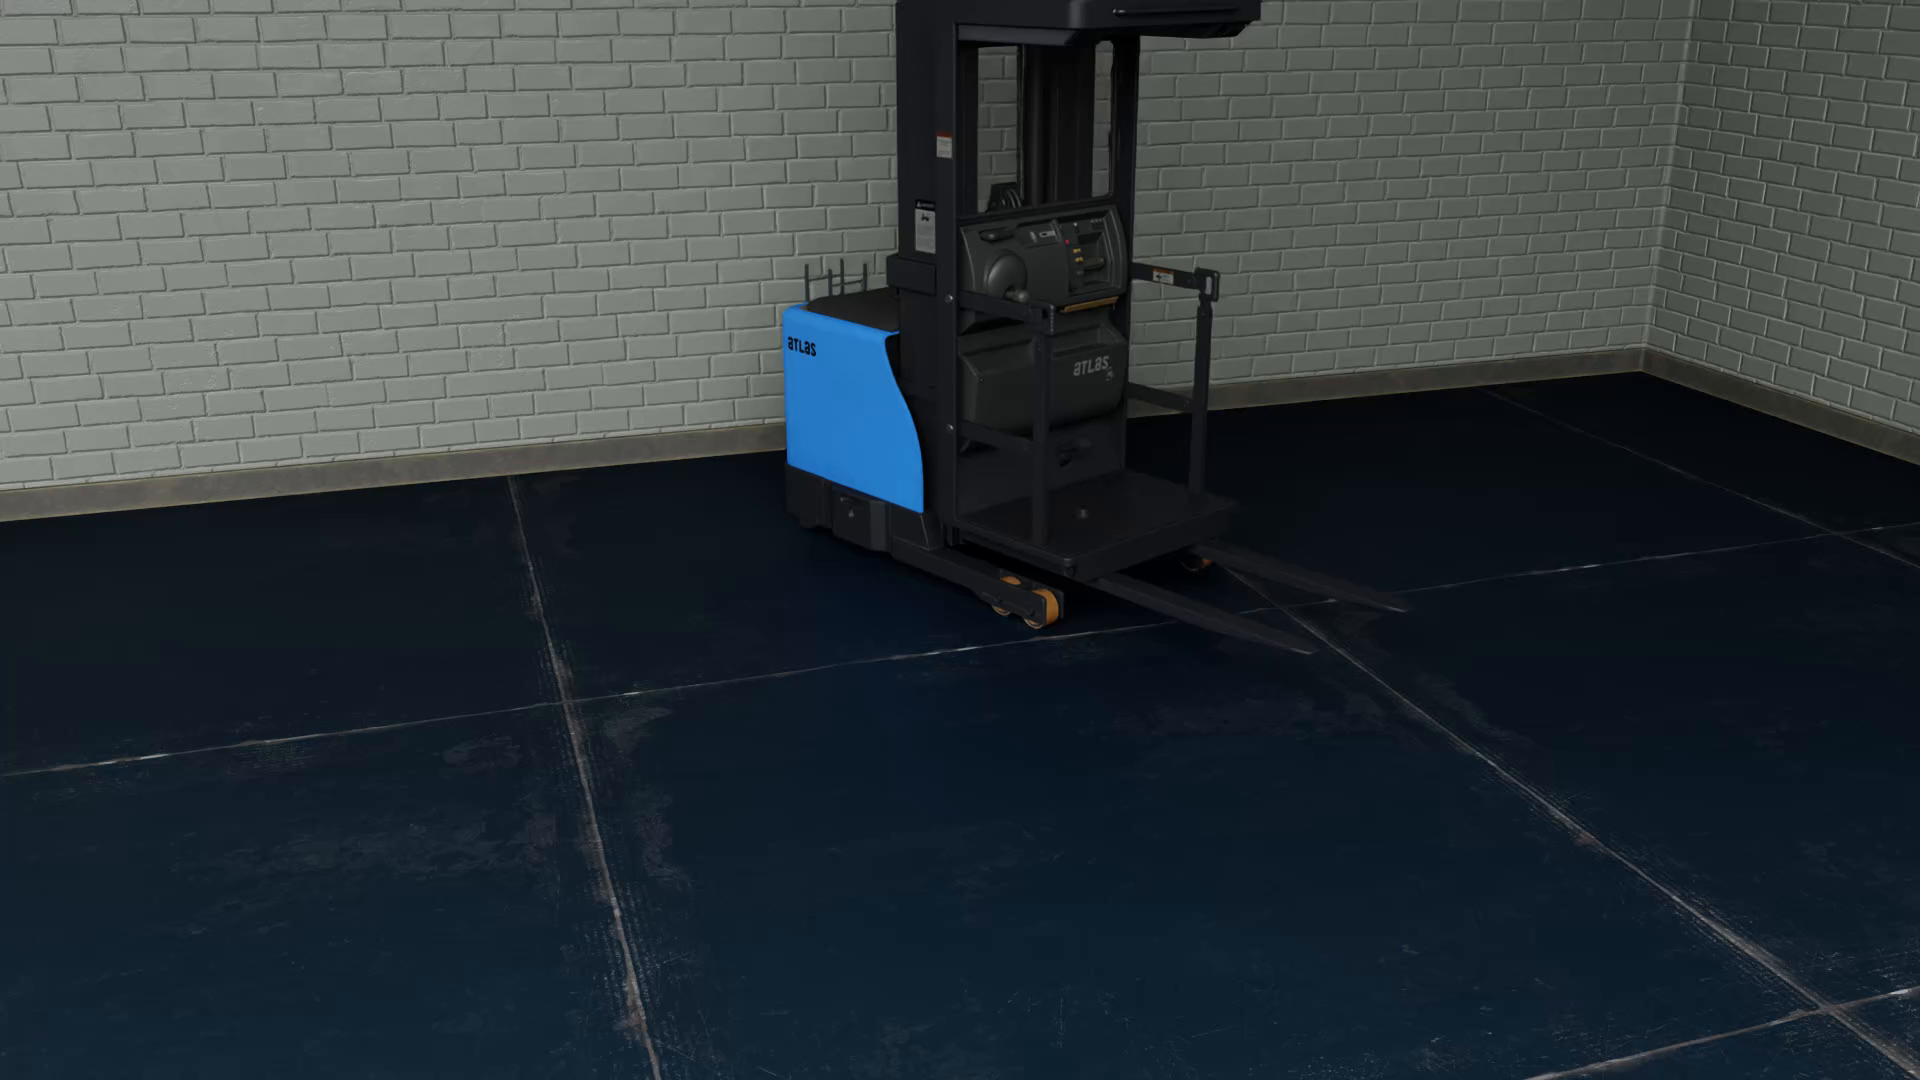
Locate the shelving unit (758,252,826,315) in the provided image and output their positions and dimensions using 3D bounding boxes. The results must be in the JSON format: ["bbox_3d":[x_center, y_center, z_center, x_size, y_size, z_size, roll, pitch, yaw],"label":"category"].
[{"bbox_3d":[-0.760,-0.841,8.465,0.189,1.200,0.258,-1,15,41],"label":"shelving unit"}]

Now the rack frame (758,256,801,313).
[{"bbox_3d":[-0.829,-0.840,8.525,0.006,1.200,0.240,-1,15,41],"label":"rack frame"}]

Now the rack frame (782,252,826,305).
[{"bbox_3d":[-0.691,-0.842,8.405,0.006,1.200,0.240,-1,15,41],"label":"rack frame"}]

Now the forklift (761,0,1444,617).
[{"bbox_3d":[0.588,-1.260,7.088,3.031,2.935,1.130,12,23,31],"label":"forklift"}]

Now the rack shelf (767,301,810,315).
[{"bbox_3d":[-0.817,-1.146,8.405,0.180,0.103,0.258,-1,15,41],"label":"rack shelf"}]
